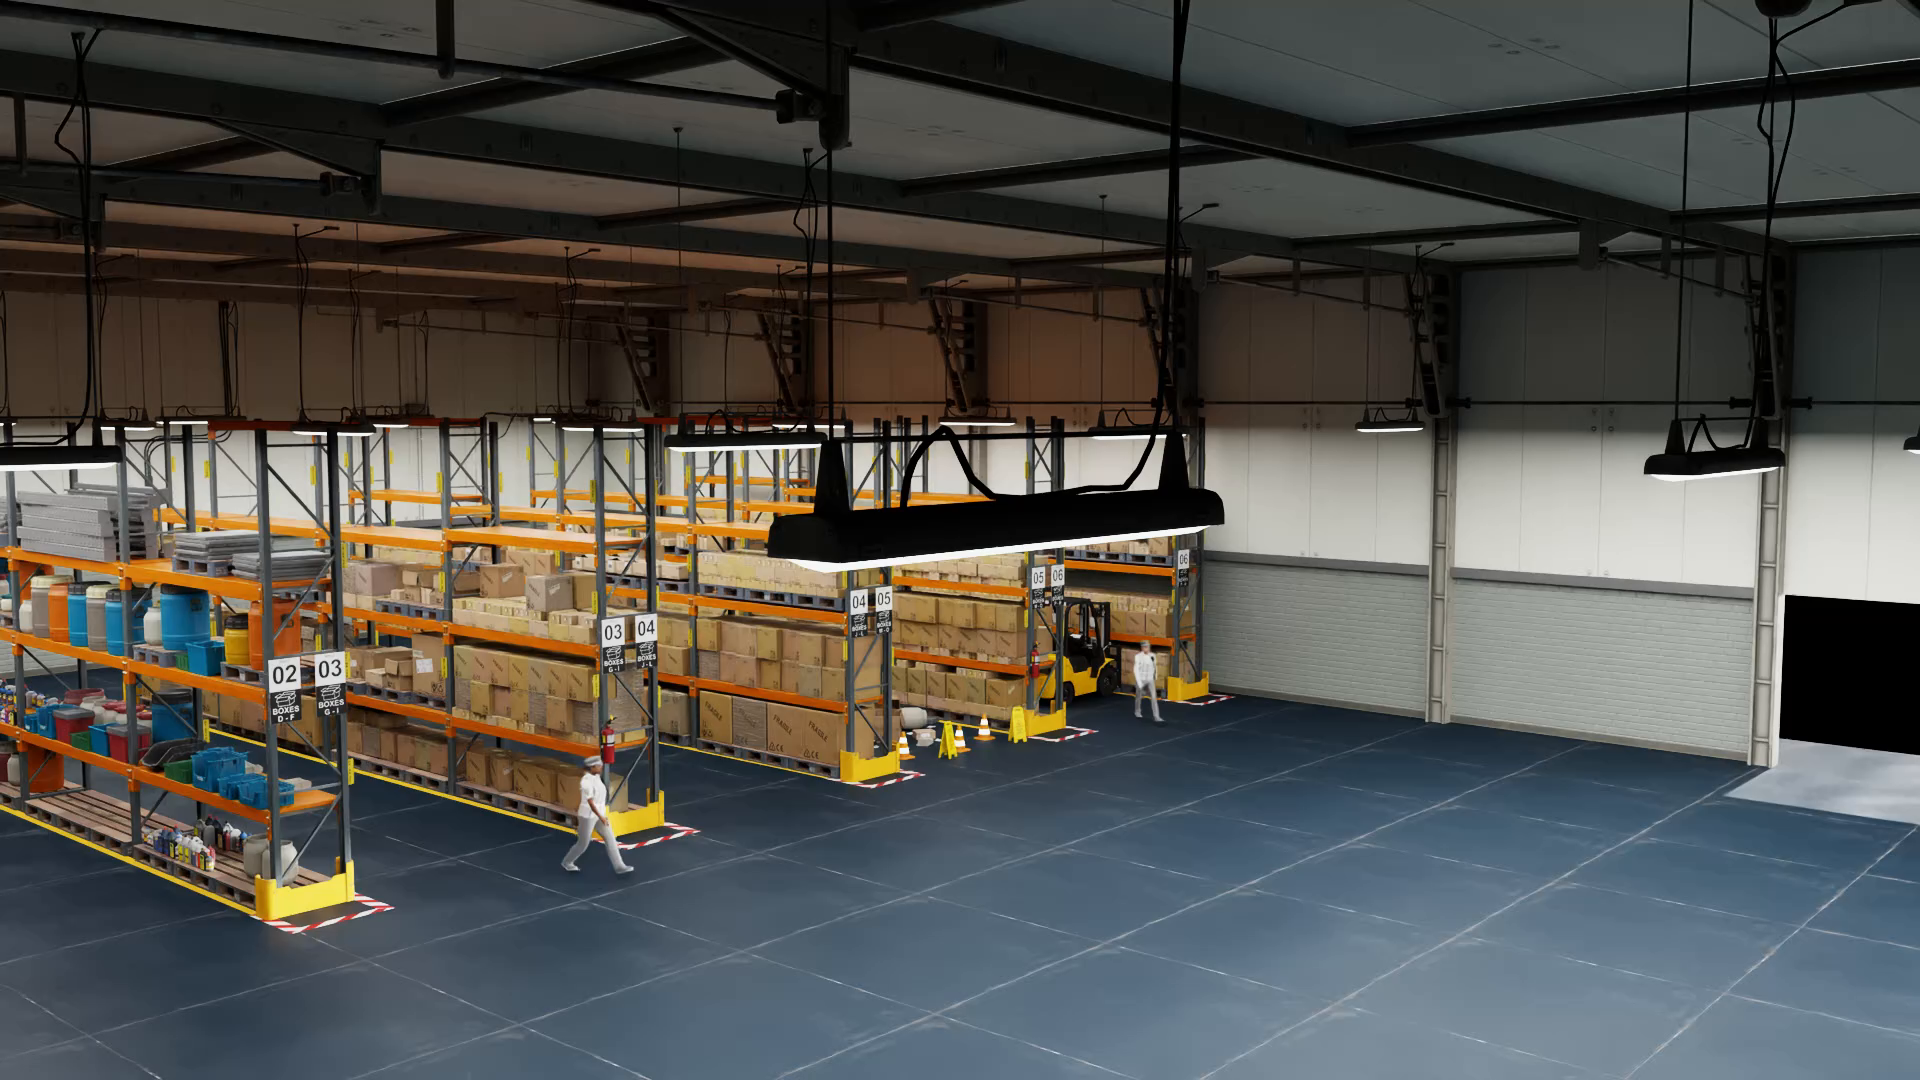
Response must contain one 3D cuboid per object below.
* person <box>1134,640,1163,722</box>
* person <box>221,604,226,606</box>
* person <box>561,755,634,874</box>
[{"bbox_3d":[3.694,2.770,32.878,0.520,1.607,1.064,0,5,-3],"label":"person"},{"bbox_3d":[-16.745,2.302,37.924,1.082,1.706,0.606,3,6,36],"label":"person"},{"bbox_3d":[-4.844,3.670,22.233,1.075,1.595,0.425,2,5,24],"label":"person"}]
